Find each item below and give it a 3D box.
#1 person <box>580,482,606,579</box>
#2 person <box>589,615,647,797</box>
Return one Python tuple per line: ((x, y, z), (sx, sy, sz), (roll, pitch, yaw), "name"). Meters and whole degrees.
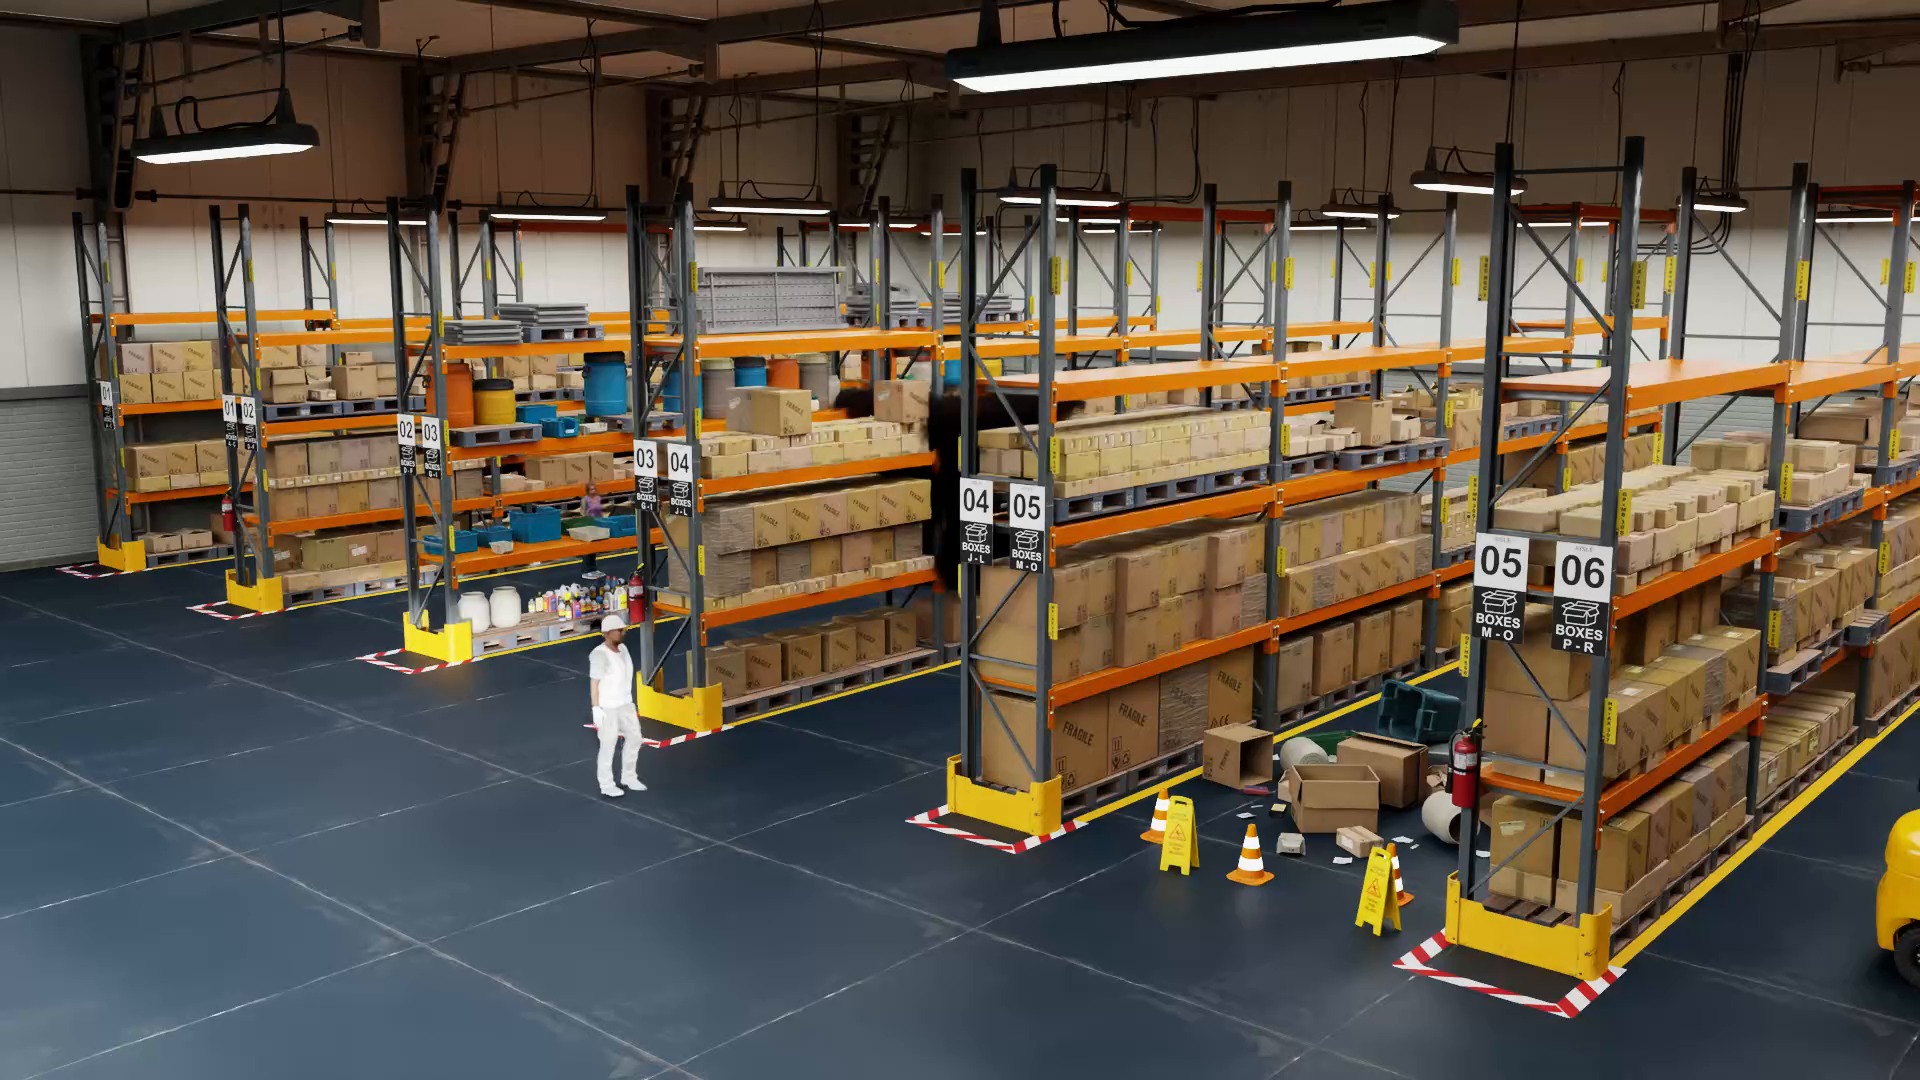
((-6.041, -0.168, 27.376), (0.343, 1.602, 0.454), (4, 10, 24), "person")
((-3.391, 1.633, 16.229), (0.400, 1.808, 0.661), (4, 10, 23), "person")
